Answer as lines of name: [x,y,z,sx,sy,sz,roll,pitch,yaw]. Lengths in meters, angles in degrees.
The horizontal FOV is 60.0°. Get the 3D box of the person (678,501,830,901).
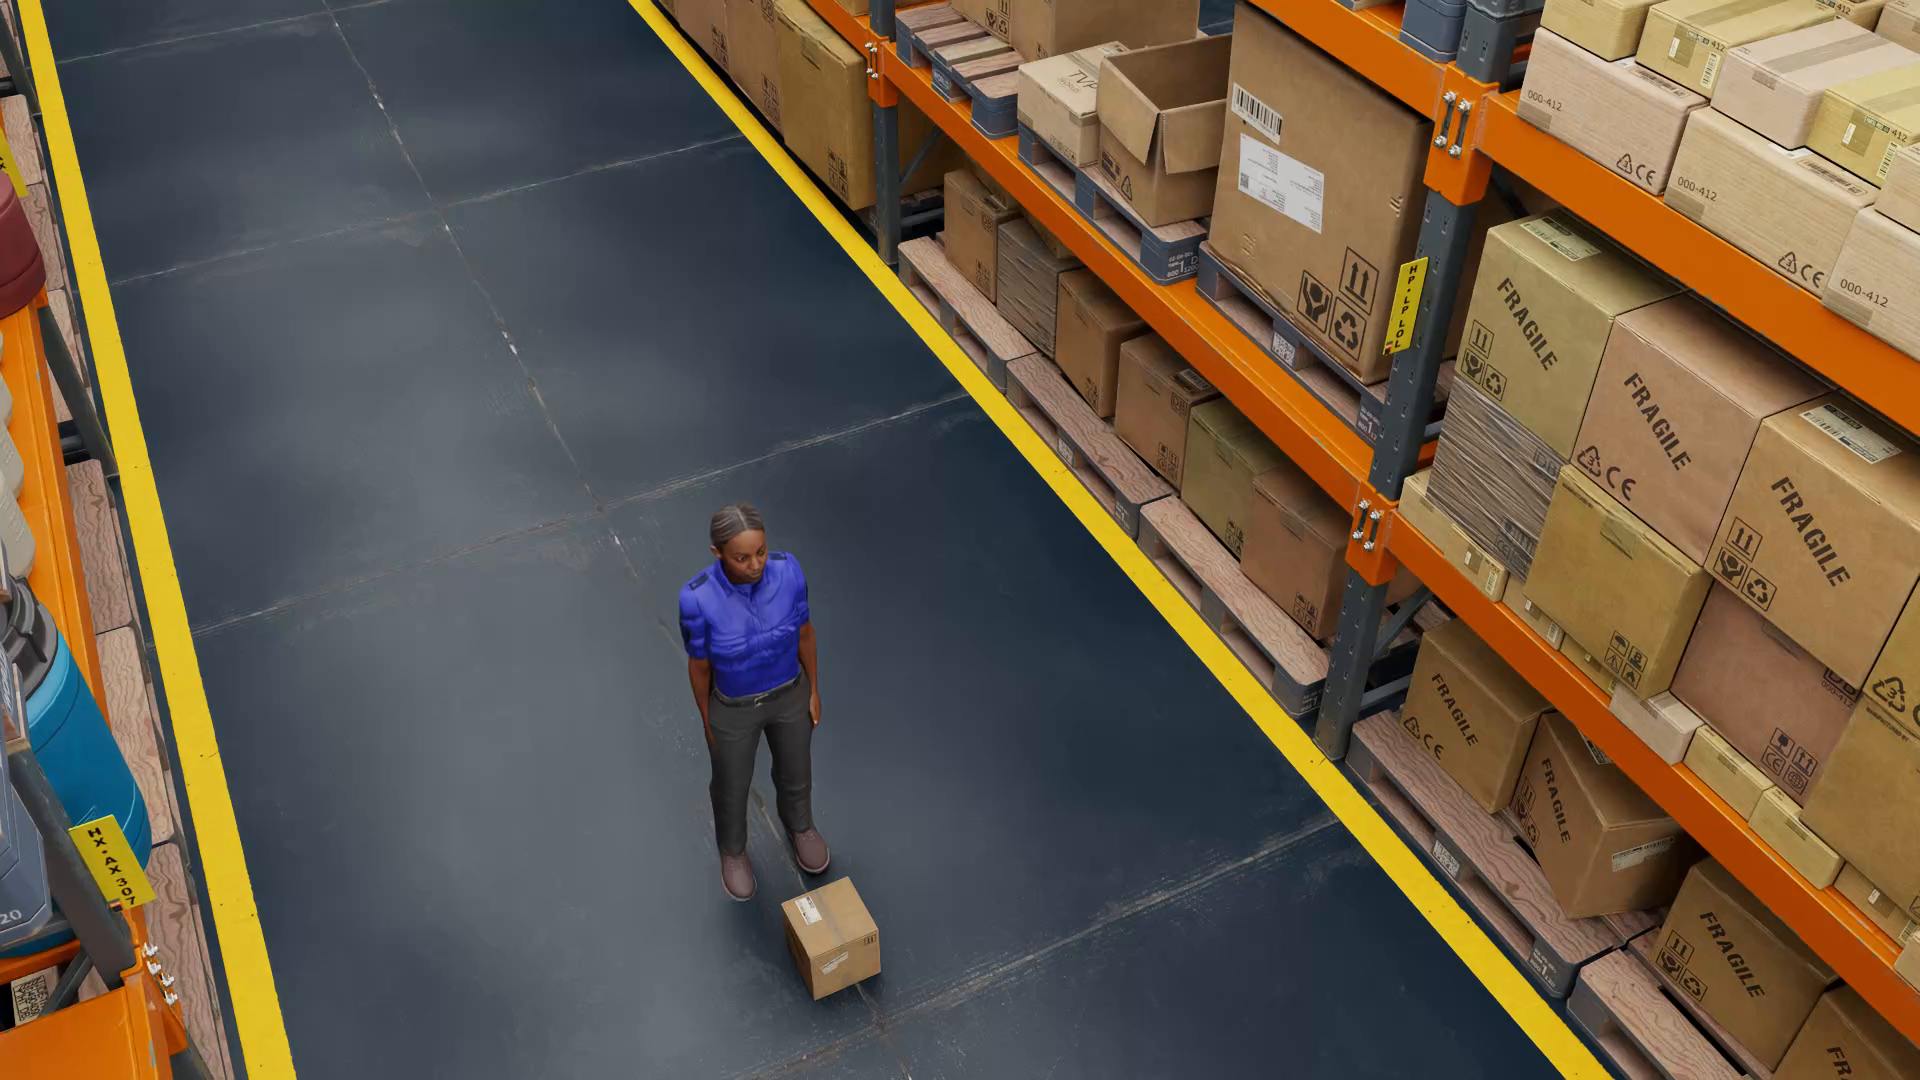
person: [-0.674,0.543,5.553,0.446,1.678,0.302,-18,45,-19]
